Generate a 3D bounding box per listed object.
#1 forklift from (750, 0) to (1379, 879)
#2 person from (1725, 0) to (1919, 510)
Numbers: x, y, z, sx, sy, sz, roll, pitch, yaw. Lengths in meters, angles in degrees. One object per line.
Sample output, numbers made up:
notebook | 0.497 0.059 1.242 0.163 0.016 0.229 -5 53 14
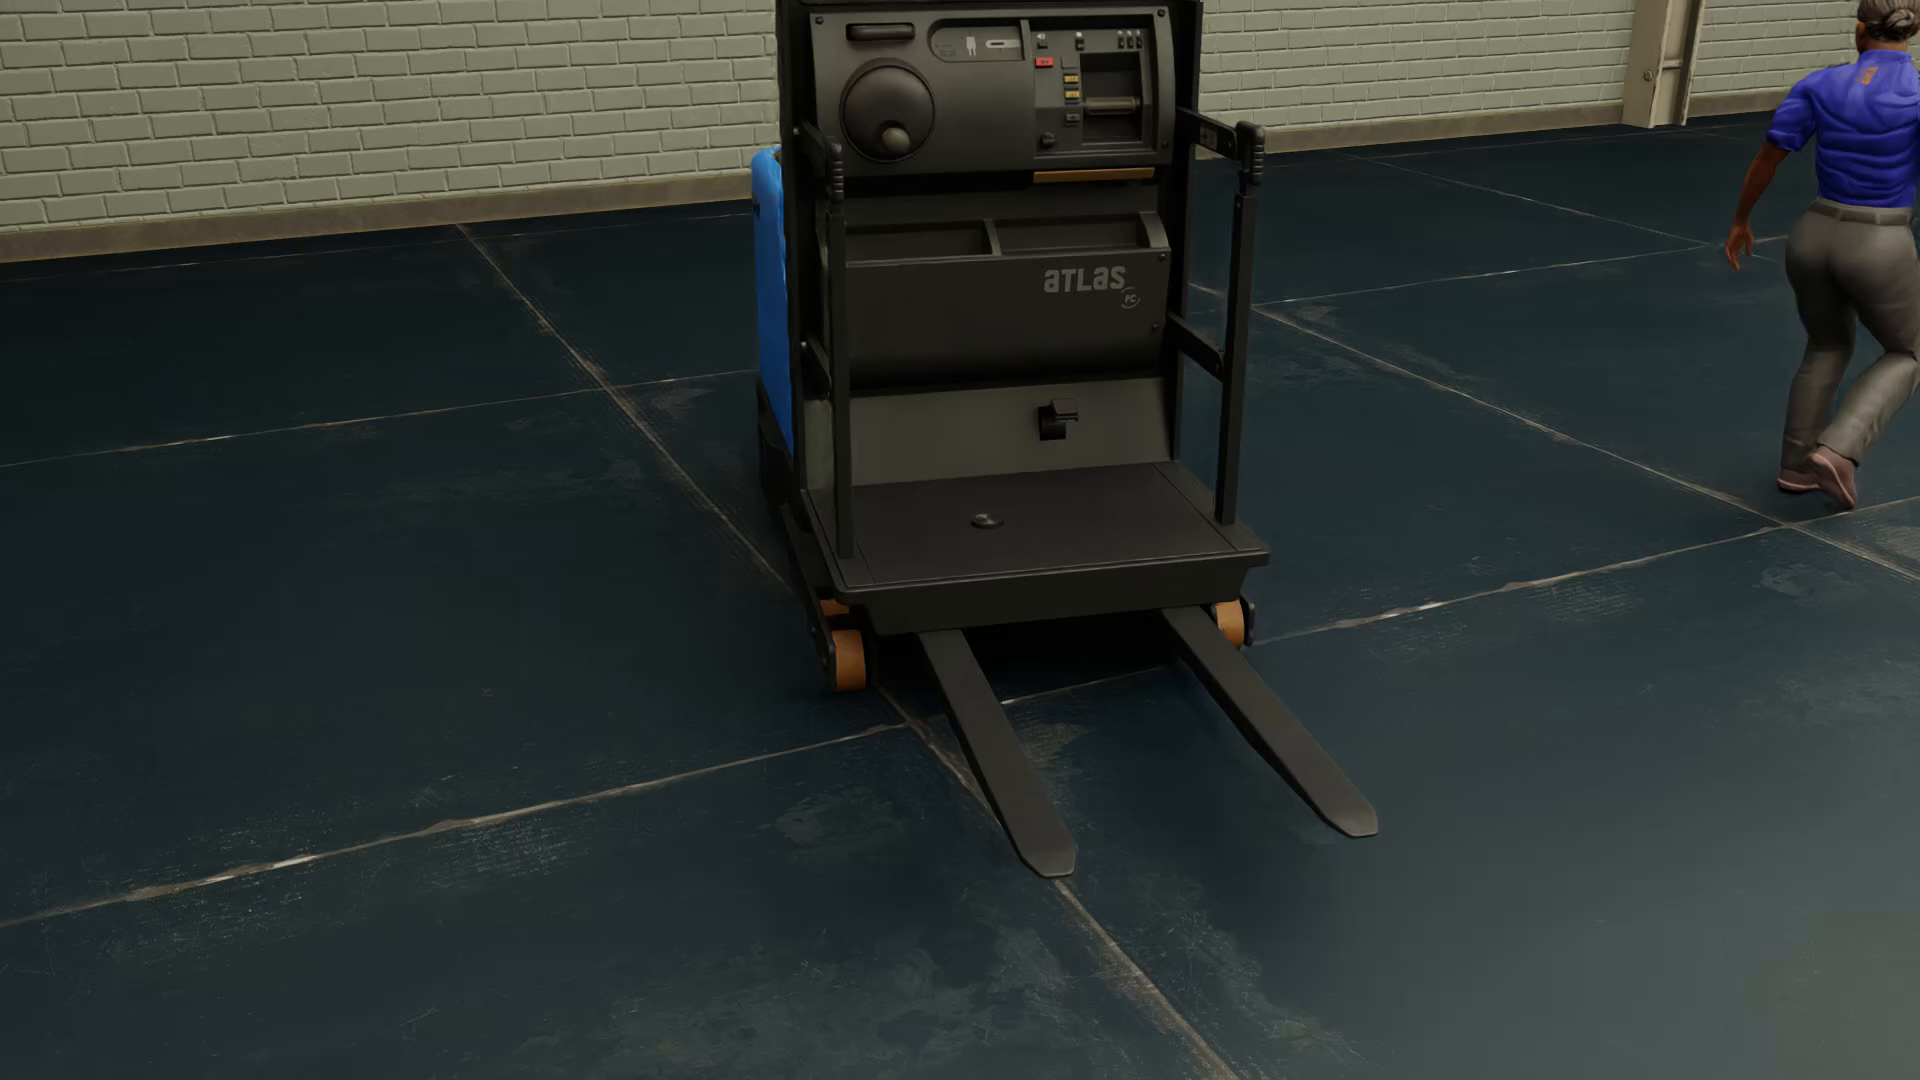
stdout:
forklift | 0.139 -1.126 3.995 1.130 2.935 3.031 -5 23 -12
person | 2.773 -0.912 5.210 0.497 1.619 0.659 -13 26 -29
